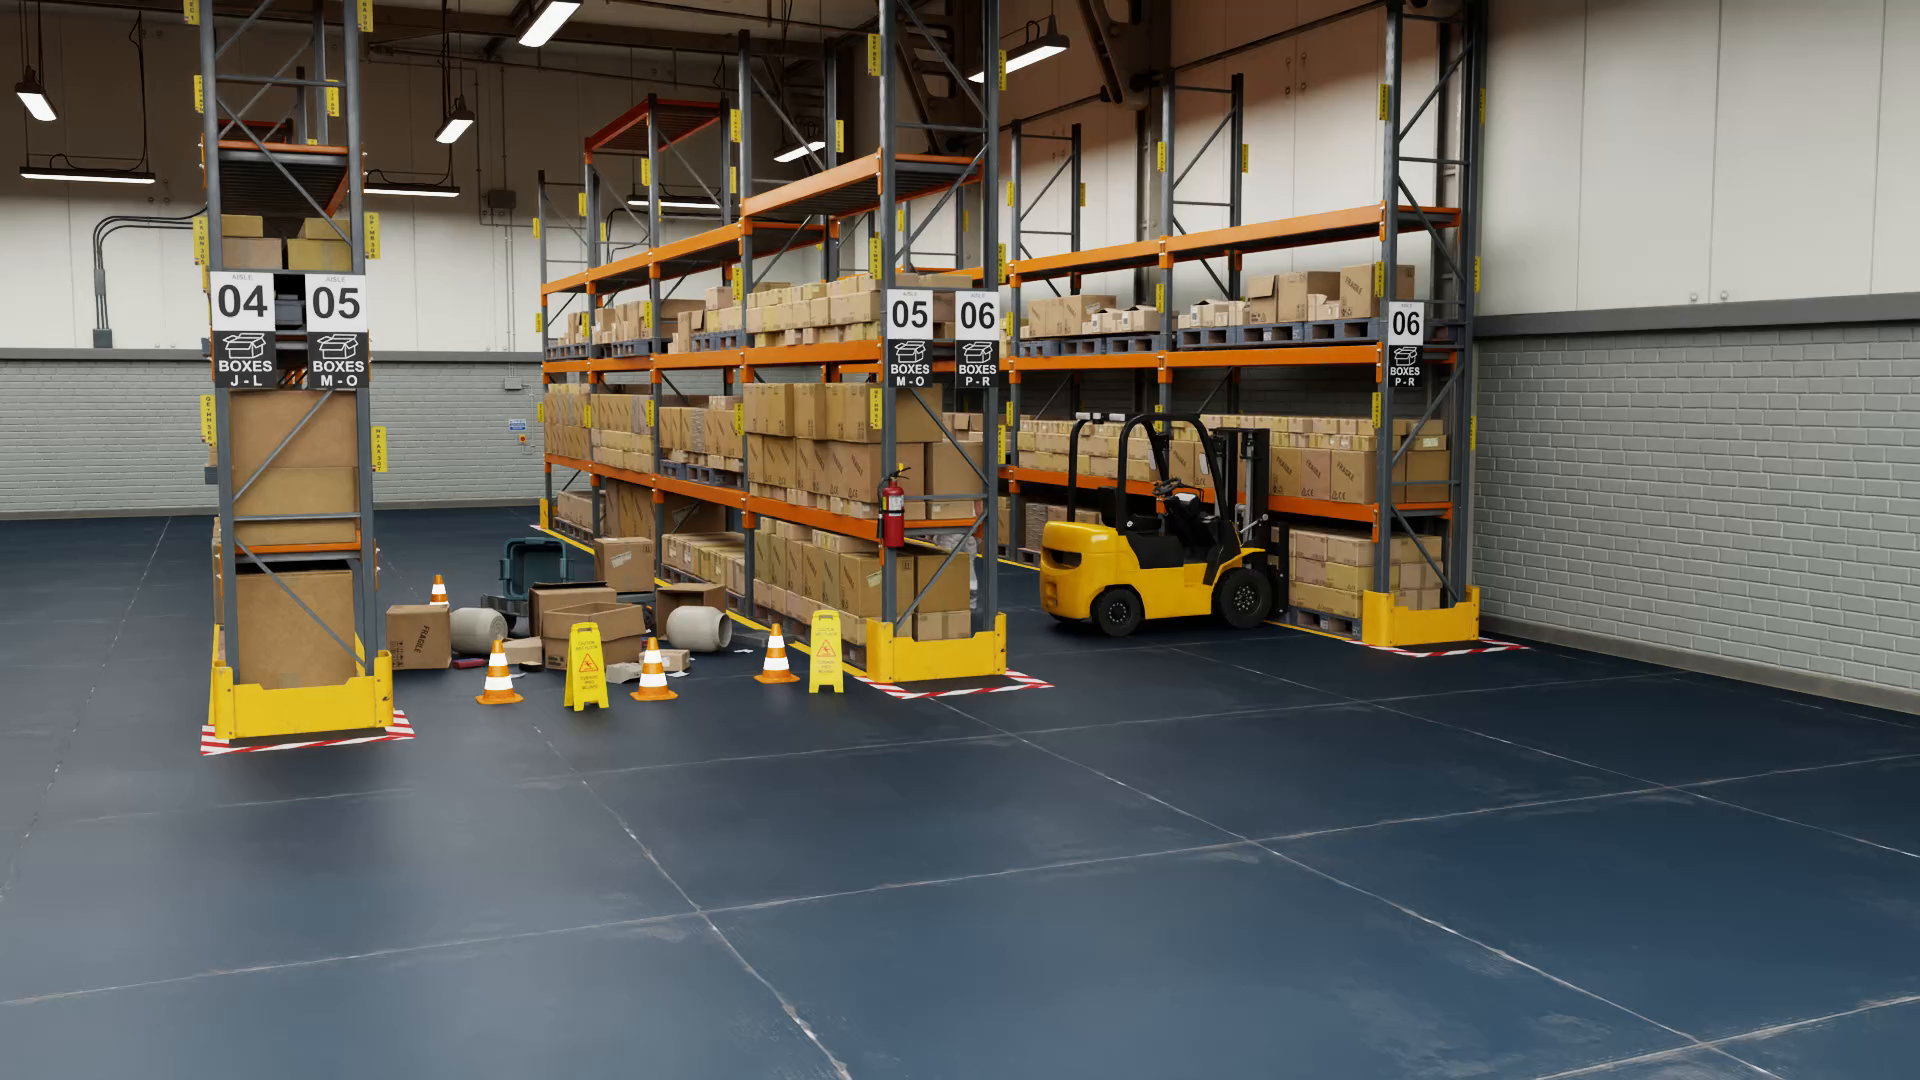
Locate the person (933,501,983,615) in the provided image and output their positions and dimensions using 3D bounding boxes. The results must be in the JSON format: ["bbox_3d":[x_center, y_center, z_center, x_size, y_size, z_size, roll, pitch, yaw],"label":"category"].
[{"bbox_3d":[-0.047,-0.093,17.403,0.592,1.772,0.411,-3,6,-33],"label":"person"}]
